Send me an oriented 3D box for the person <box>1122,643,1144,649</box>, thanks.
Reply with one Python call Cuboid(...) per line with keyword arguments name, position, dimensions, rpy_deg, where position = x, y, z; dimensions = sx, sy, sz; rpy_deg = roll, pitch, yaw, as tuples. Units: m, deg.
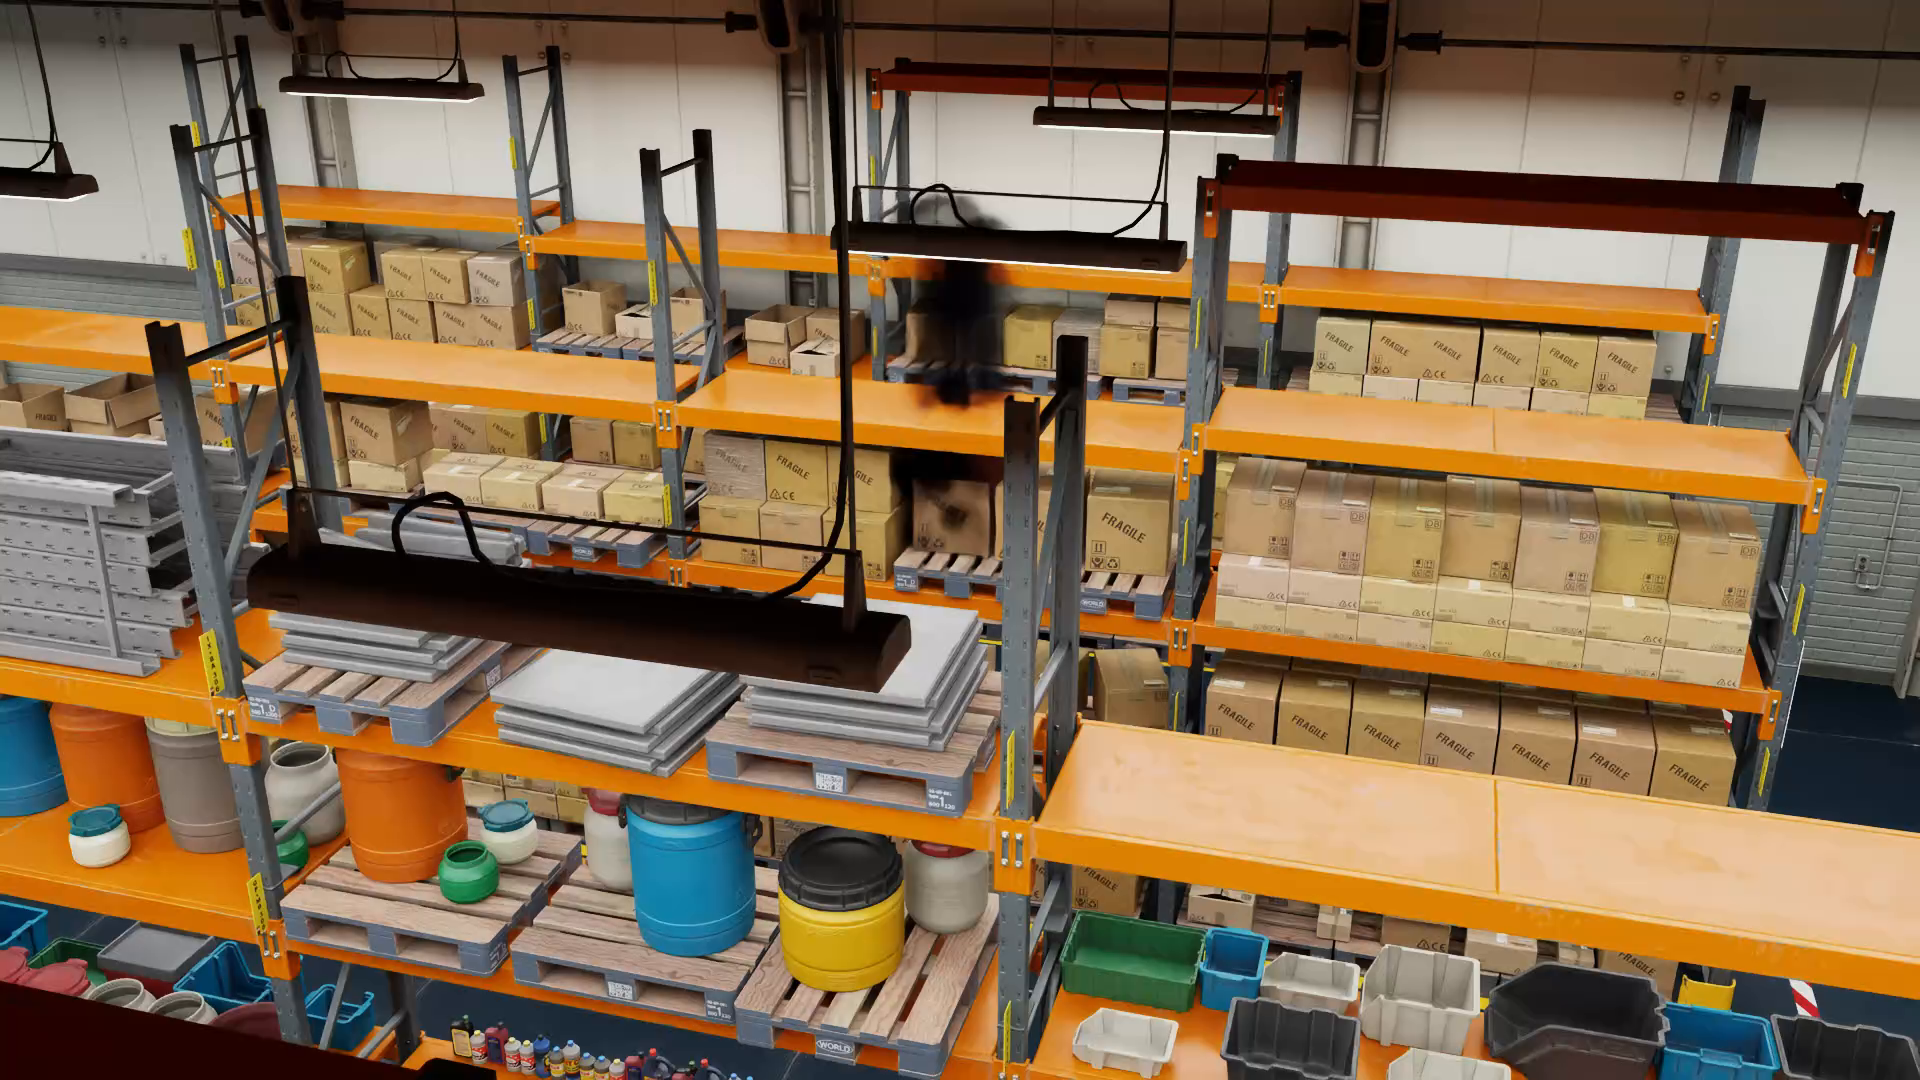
Cuboid(name="person", position=(1.560, 1.639, 14.682), dimensions=(0.883, 1.597, 0.530), rpy_deg=(4, 23, 10))
